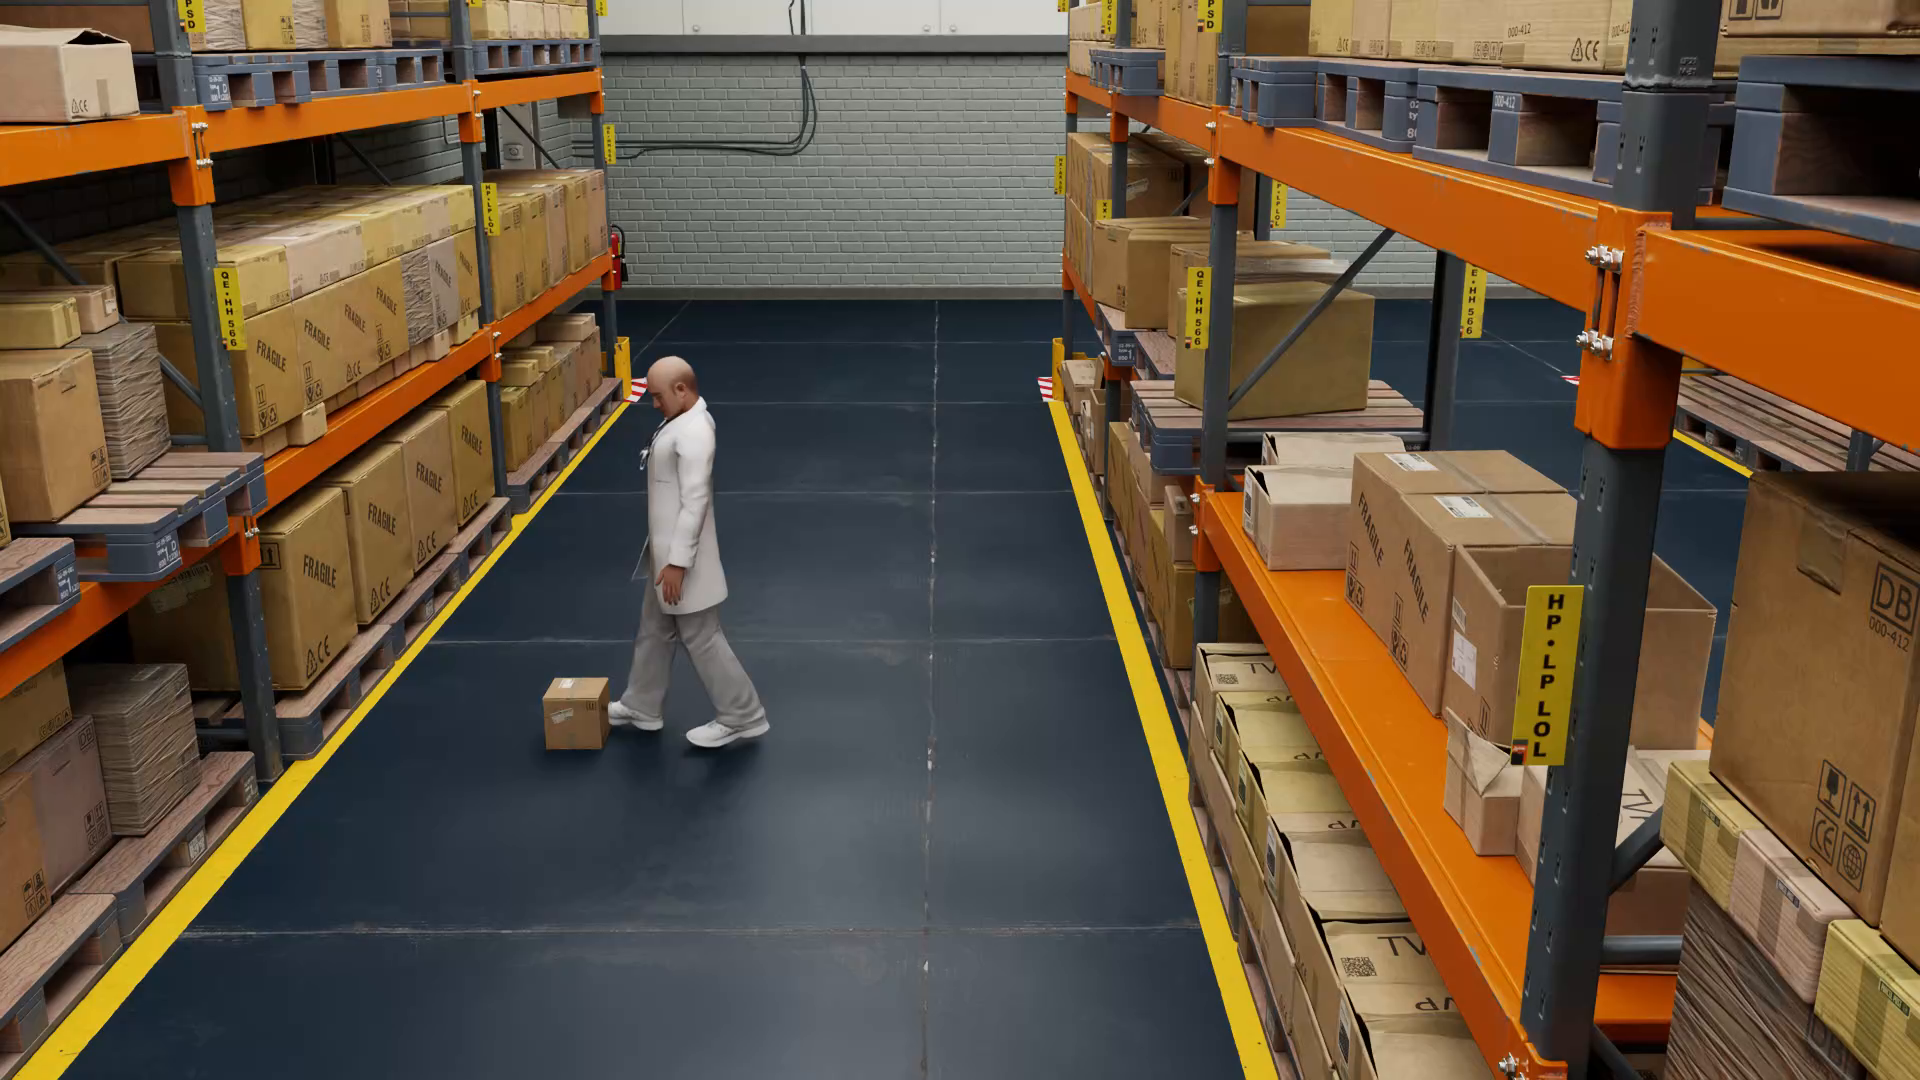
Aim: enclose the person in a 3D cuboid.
[{"bbox_3d":[-1.293,0.057,7.356,0.840,1.752,0.635,-2,17,-8],"label":"person"}]
